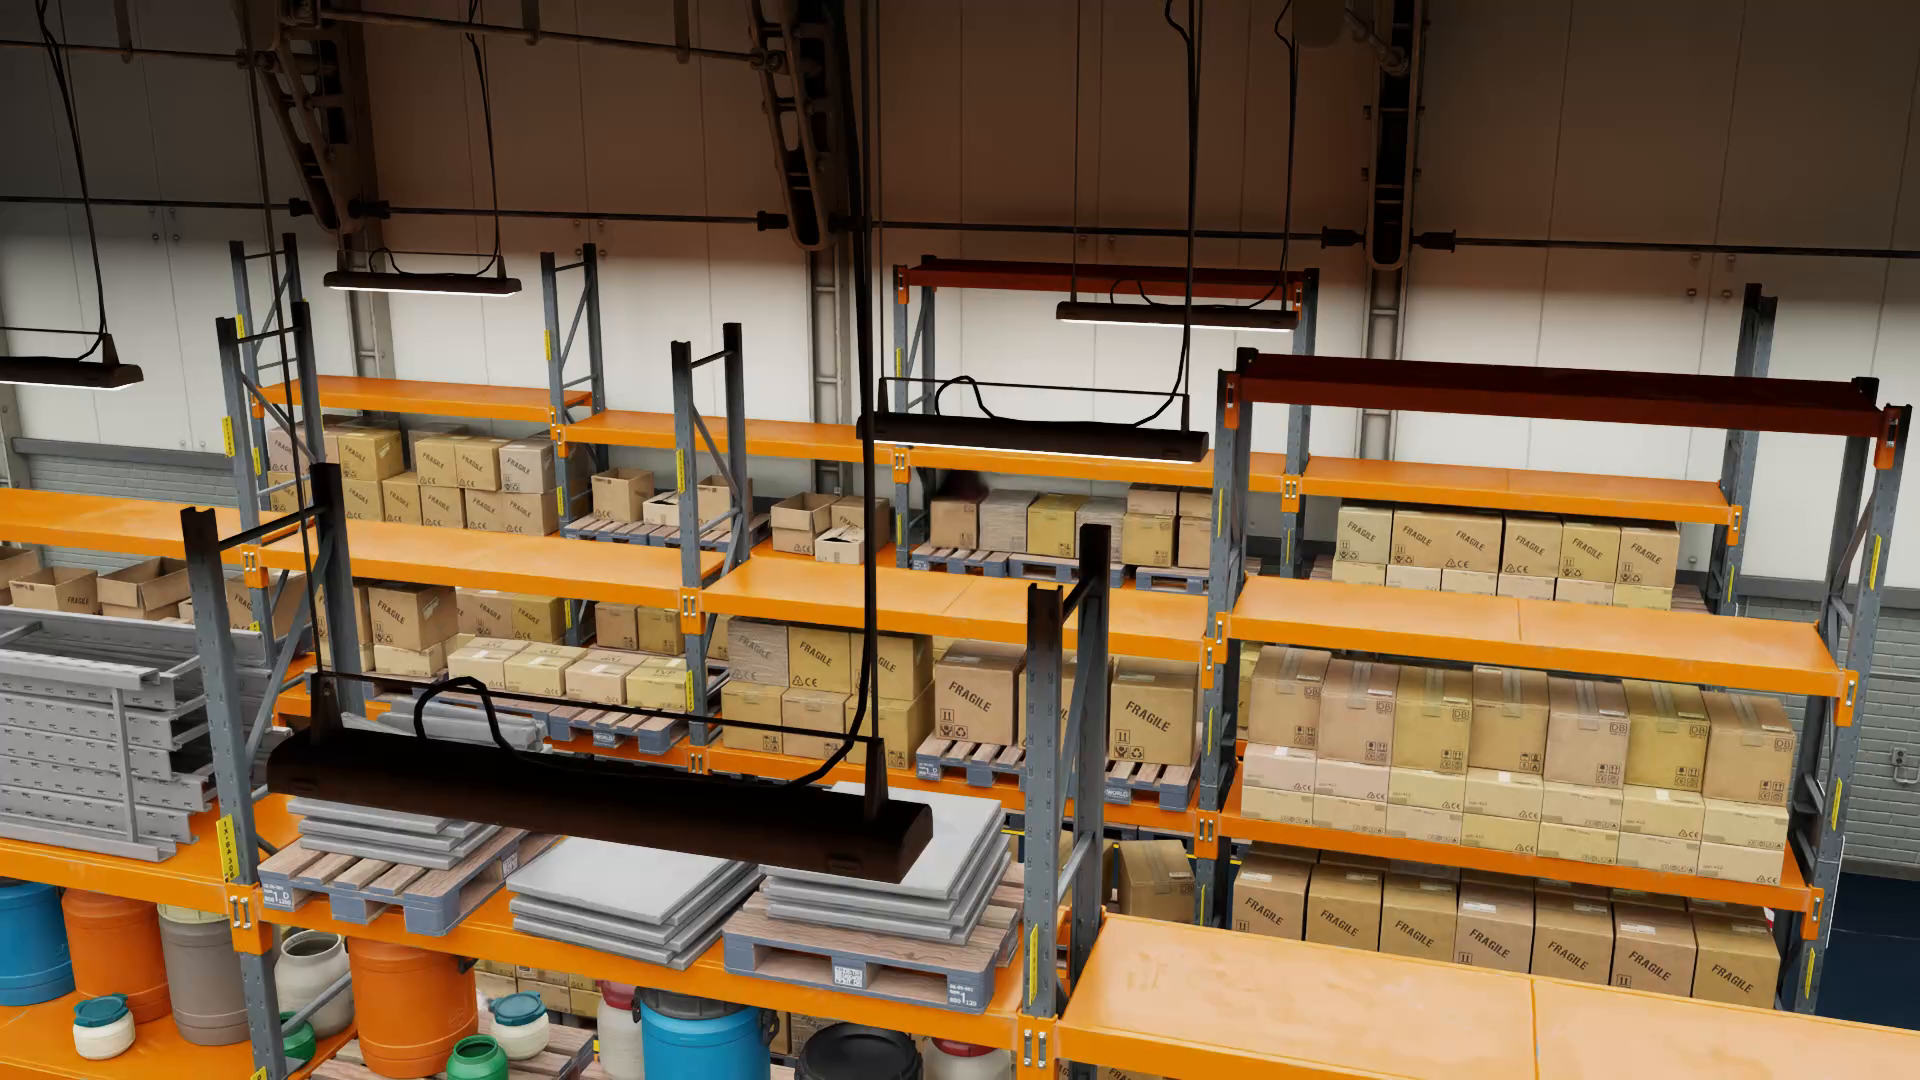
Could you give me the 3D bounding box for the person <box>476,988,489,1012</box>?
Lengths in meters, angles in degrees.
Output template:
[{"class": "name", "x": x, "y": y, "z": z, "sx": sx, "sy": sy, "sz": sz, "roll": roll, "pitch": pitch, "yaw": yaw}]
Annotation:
[{"class": "person", "x": -3.645, "y": 3.809, "z": 12.540, "sx": 0.497, "sy": 1.682, "sz": 0.585, "roll": 12, "pitch": 20, "yaw": 36}]
